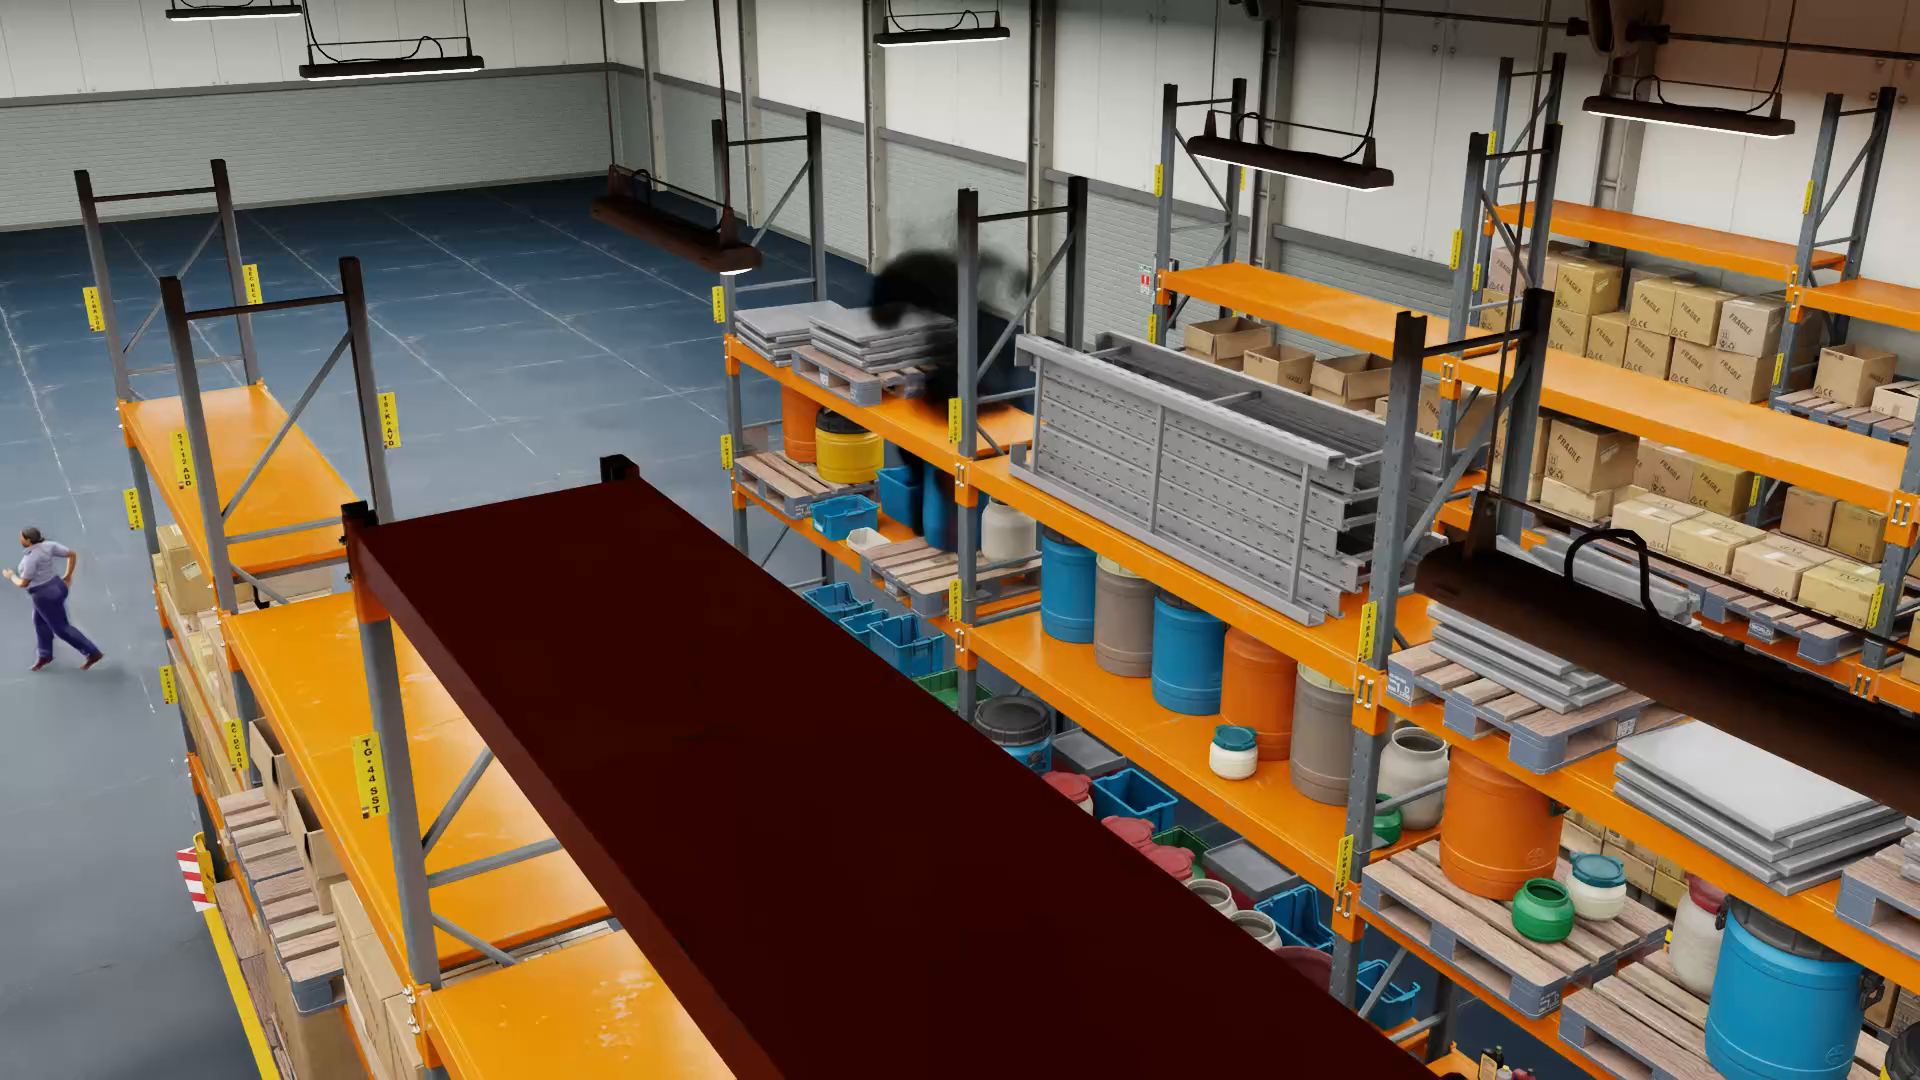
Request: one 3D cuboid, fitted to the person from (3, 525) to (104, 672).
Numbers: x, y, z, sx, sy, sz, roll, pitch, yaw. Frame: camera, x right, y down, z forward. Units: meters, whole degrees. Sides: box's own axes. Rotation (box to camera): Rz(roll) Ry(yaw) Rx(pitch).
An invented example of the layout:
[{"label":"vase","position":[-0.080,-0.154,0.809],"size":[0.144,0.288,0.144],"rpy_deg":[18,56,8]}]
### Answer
[{"label":"person","position":[-9.612,0.634,17.580],"size":[0.826,1.694,0.580],"rpy_deg":[-2,22,-5]}]
